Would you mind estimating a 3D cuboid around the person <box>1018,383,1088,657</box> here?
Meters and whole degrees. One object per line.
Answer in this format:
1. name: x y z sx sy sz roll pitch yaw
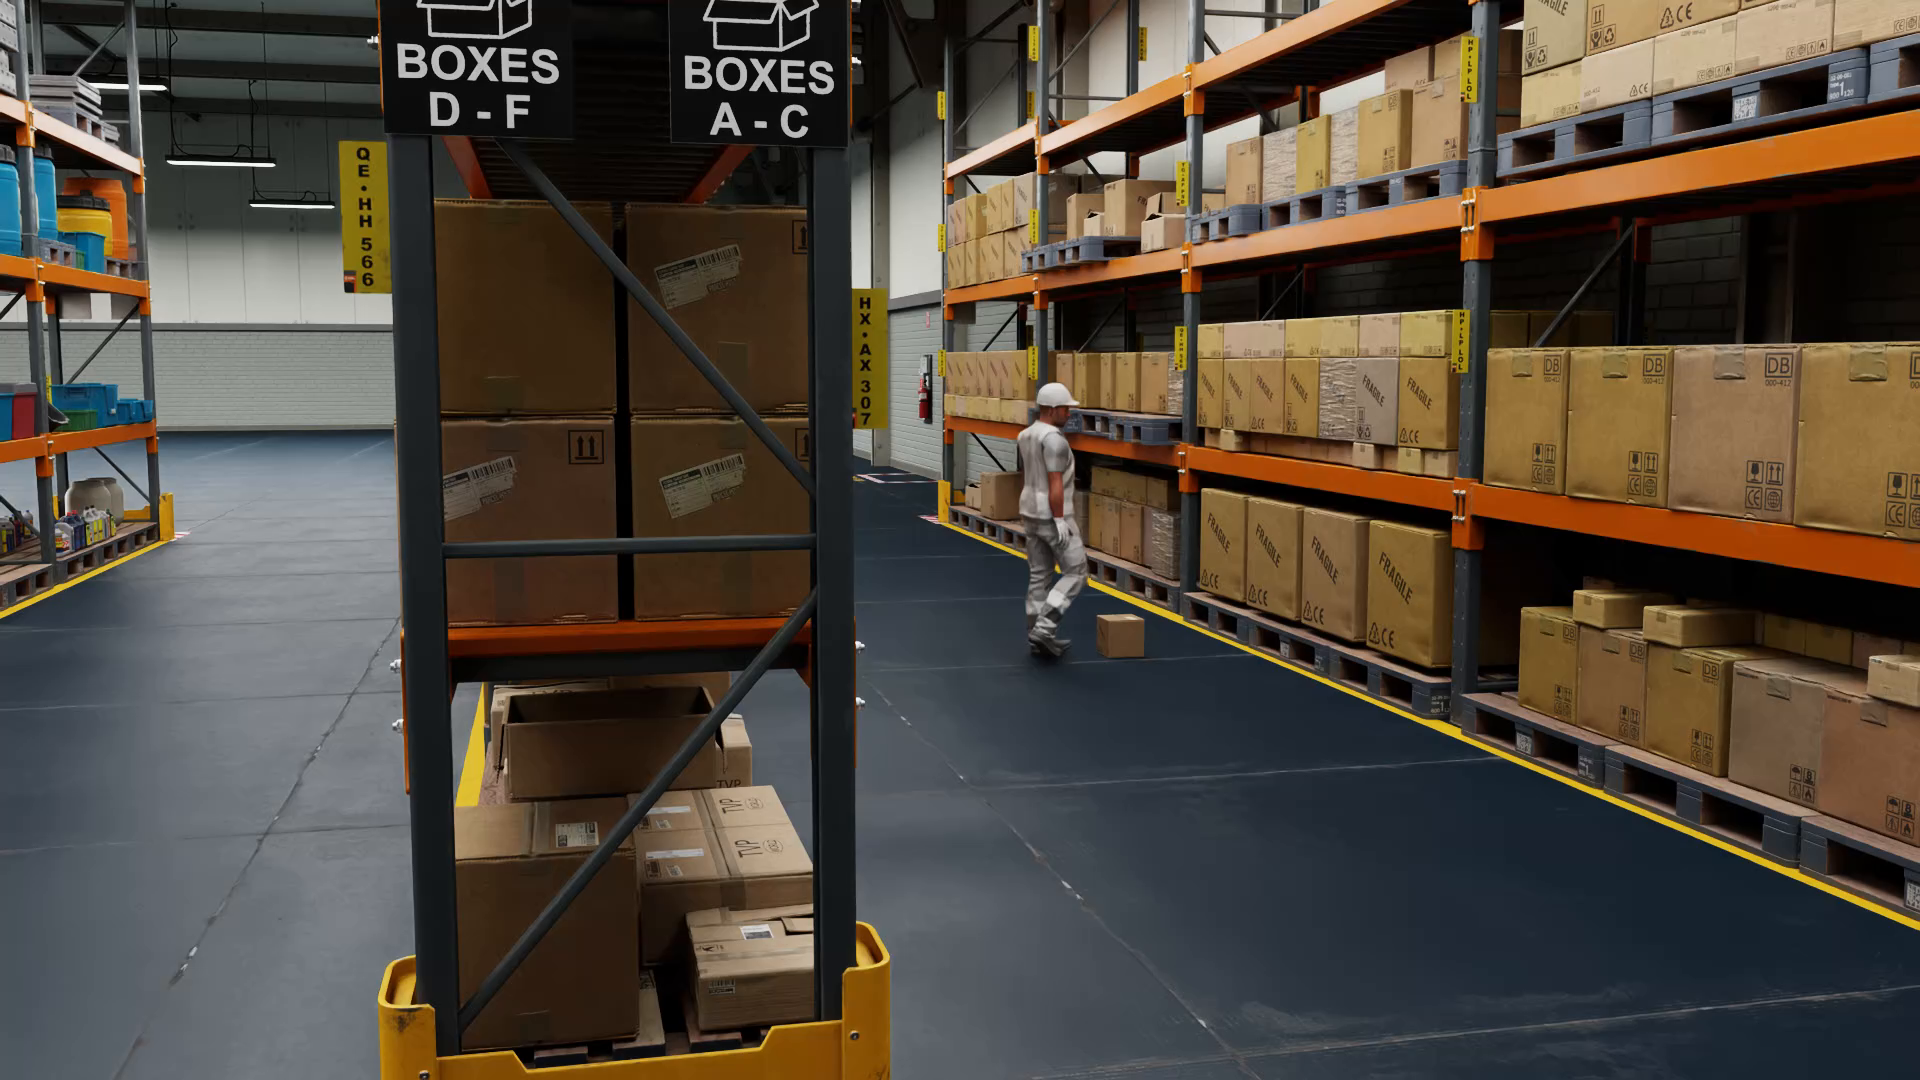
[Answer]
1. person: 0.572 -0.126 10.867 0.481 1.789 0.588 -3 7 -28
